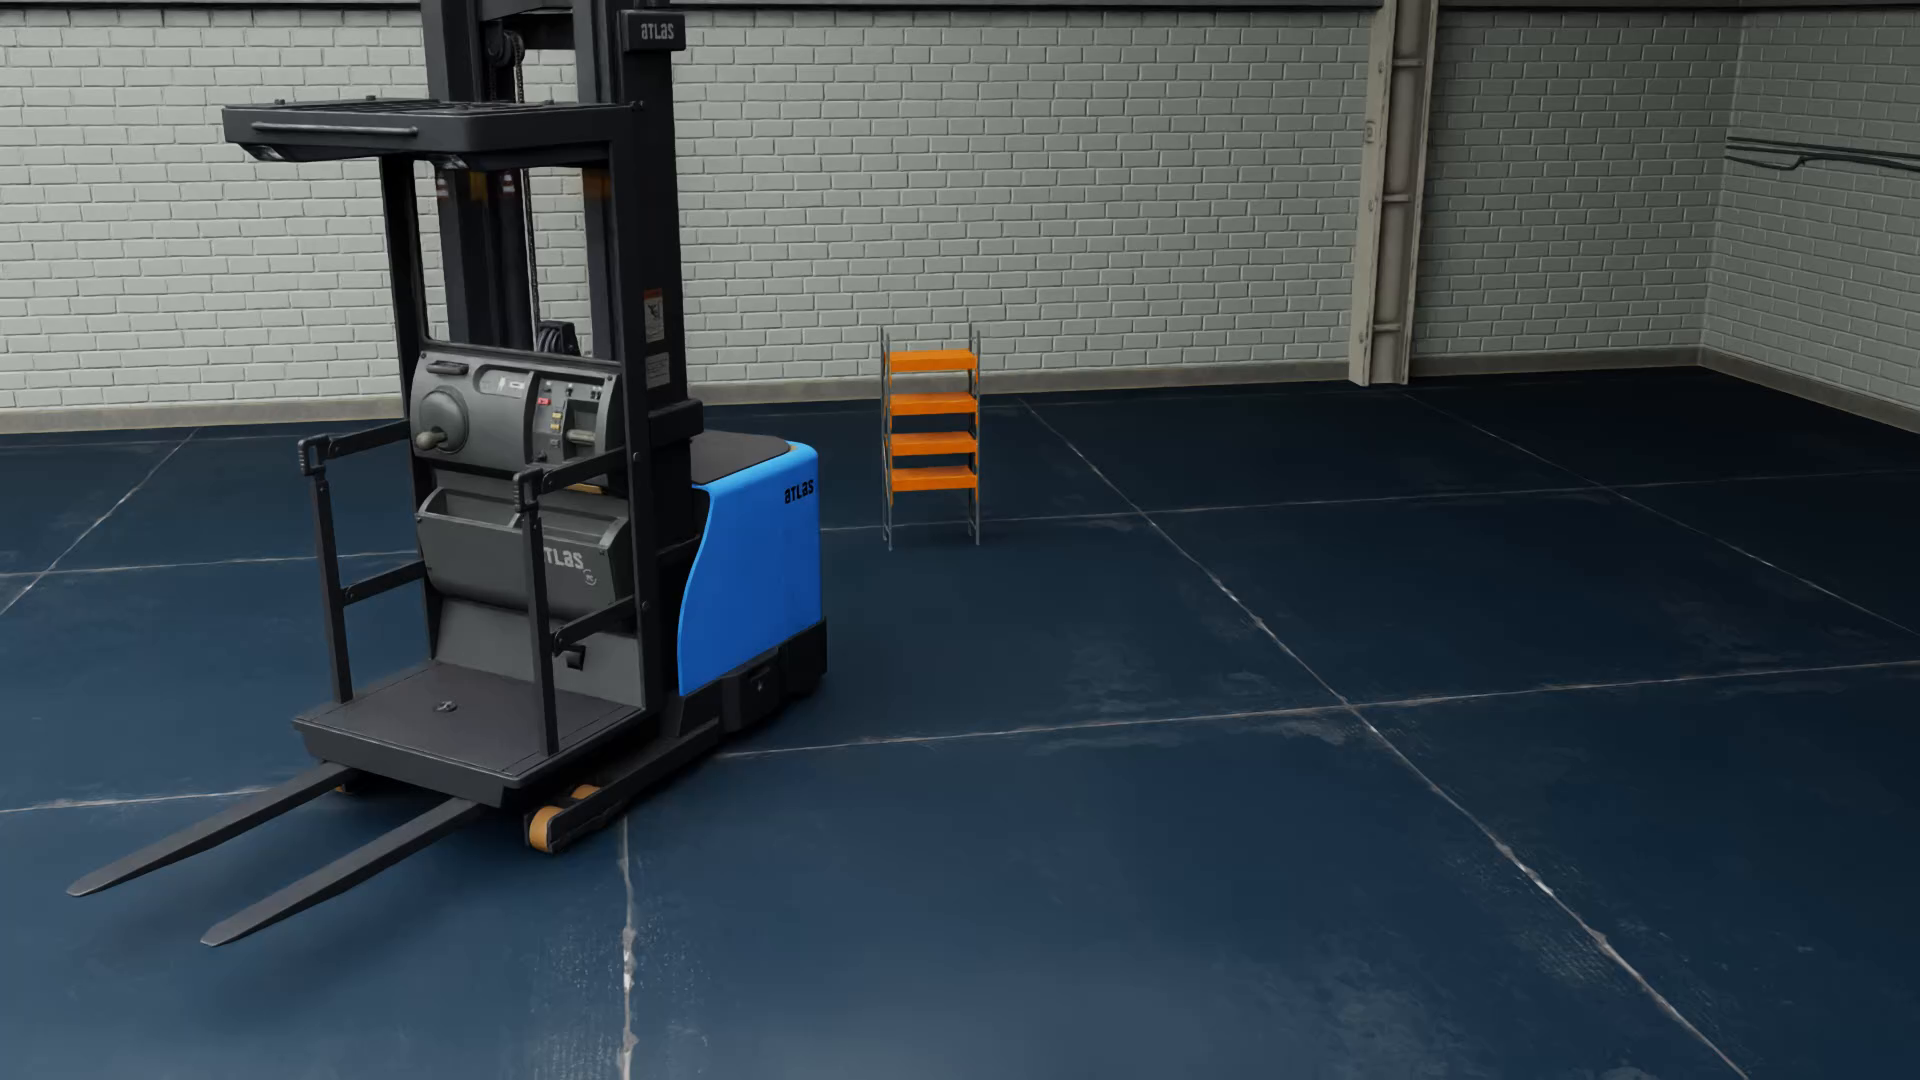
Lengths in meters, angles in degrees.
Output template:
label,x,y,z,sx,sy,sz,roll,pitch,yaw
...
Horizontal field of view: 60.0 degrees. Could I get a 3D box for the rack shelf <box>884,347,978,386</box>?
label,x,y,z,sx,sy,sz,roll,pitch,yaw
rack shelf,-0.163,-0.940,8.990,0.480,0.148,0.258,-3,17,-10

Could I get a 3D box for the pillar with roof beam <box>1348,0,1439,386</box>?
label,x,y,z,sx,sy,sz,roll,pitch,yaw
pillar with roof beam,4.206,-4.348,8.140,0.400,9.000,9.100,-3,17,-10

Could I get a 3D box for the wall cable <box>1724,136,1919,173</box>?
label,x,y,z,sx,sy,sz,roll,pitch,yaw
wall cable,6.532,-3.887,11.930,0.112,2.526,3.097,-3,17,-10

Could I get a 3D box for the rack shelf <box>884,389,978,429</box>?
label,x,y,z,sx,sy,sz,roll,pitch,yaw
rack shelf,-0.163,-0.714,9.060,0.480,0.148,0.258,-3,17,-10

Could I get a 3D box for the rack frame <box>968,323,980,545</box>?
label,x,y,z,sx,sy,sz,roll,pitch,yaw
rack frame,0.077,-0.578,9.150,0.015,1.200,0.240,-3,17,-10

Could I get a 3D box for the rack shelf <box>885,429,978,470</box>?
label,x,y,z,sx,sy,sz,roll,pitch,yaw
rack shelf,-0.163,-0.500,9.125,0.480,0.148,0.258,-3,17,-10

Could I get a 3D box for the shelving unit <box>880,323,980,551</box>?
label,x,y,z,sx,sy,sz,roll,pitch,yaw
shelving unit,-0.163,-0.564,9.106,0.503,1.200,0.258,-3,17,-10

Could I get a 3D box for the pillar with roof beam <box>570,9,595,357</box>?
label,x,y,z,sx,sy,sz,roll,pitch,yaw
pillar with roof beam,-1.685,-4.013,7.052,0.400,9.000,9.100,-3,17,-10

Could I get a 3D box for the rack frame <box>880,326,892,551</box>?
label,x,y,z,sx,sy,sz,roll,pitch,yaw
rack frame,-0.402,-0.551,9.061,0.015,1.200,0.240,-3,17,-10

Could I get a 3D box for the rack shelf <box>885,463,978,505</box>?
label,x,y,z,sx,sy,sz,roll,pitch,yaw
rack shelf,-0.163,-0.310,9.184,0.480,0.148,0.258,-3,17,-10

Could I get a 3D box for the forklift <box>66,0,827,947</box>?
label,x,y,z,sx,sy,sz,roll,pitch,yaw
forklift,-1.718,-0.462,5.824,1.130,2.935,3.031,9,19,27
